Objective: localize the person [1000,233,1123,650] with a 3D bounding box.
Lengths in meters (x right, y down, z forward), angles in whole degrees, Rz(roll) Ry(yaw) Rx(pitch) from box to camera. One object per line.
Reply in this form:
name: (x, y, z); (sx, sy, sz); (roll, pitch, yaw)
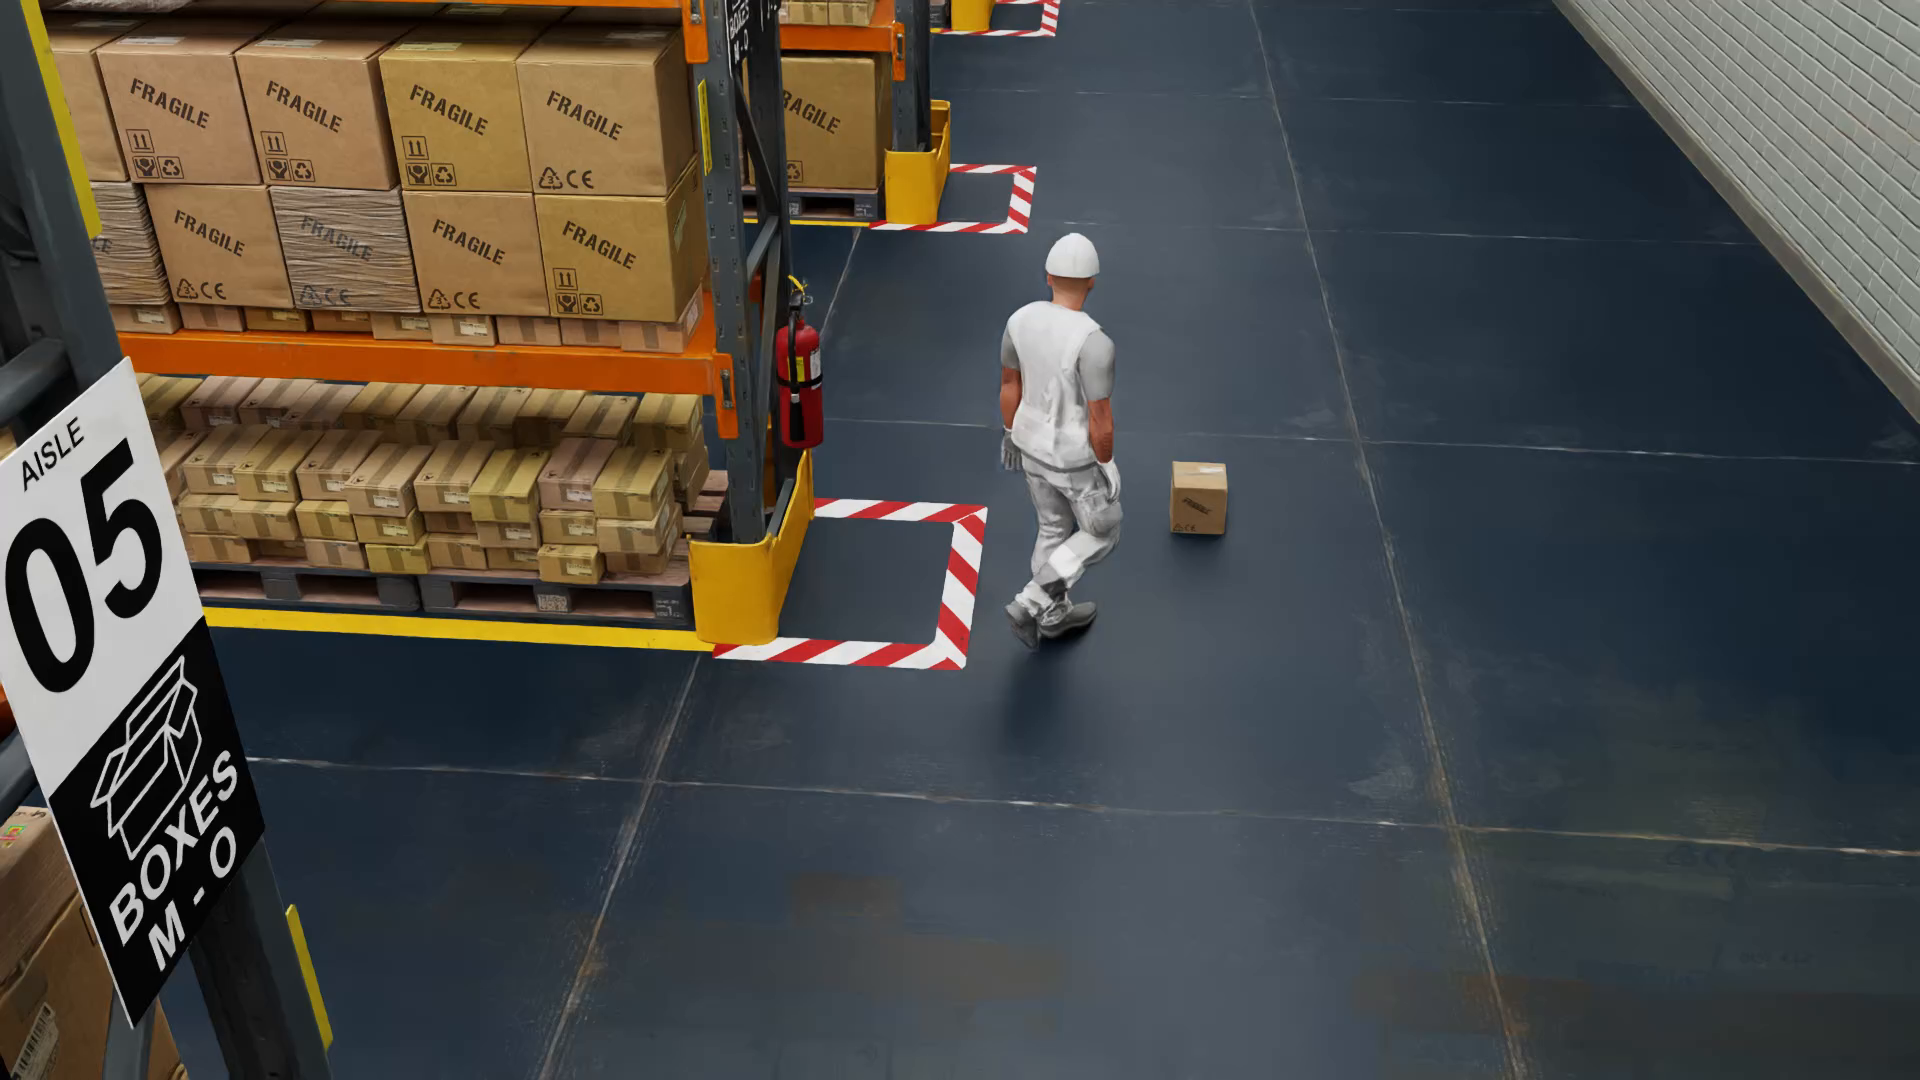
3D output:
person: (0.364, -0.337, 6.619); (0.596, 1.779, 0.562); (-24, 39, -34)
